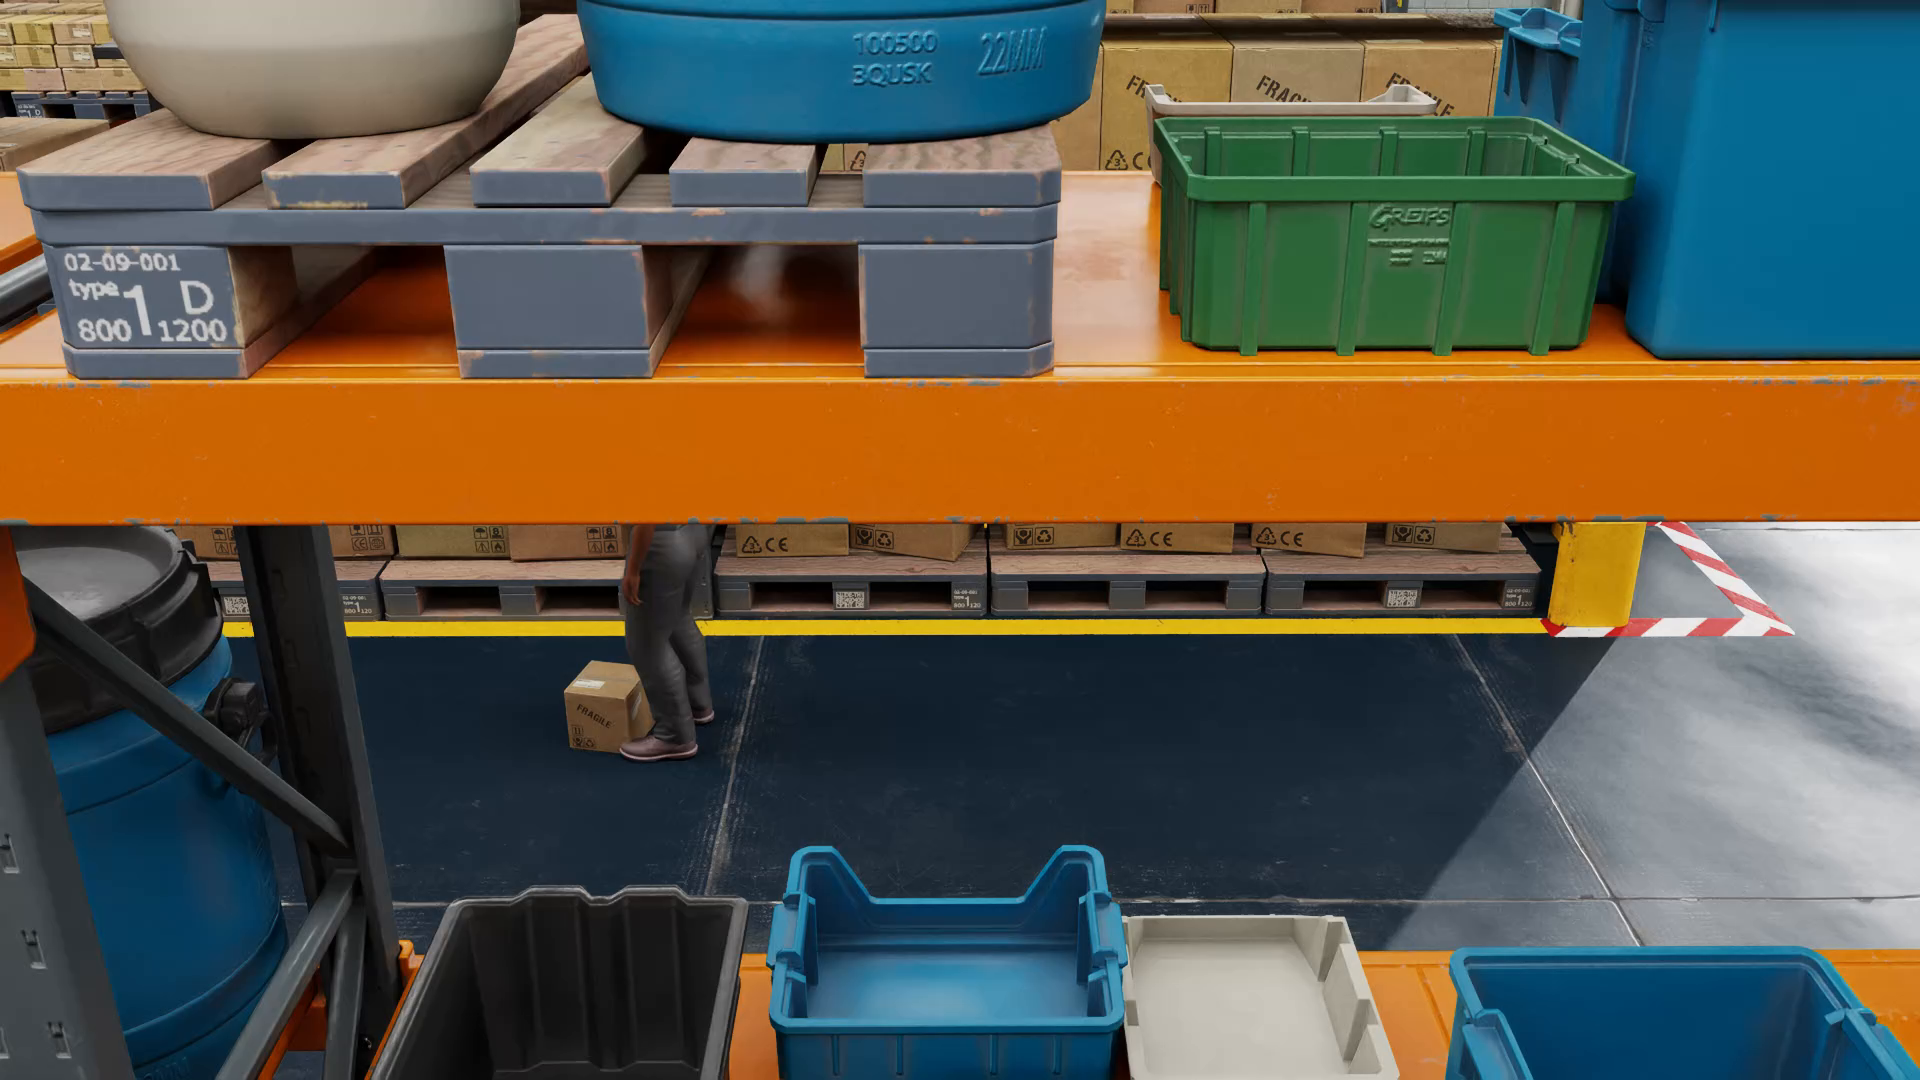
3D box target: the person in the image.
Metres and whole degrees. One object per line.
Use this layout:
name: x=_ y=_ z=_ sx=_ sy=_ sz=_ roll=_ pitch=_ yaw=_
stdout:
person: x=-1.110 y=0.016 z=6.072 sx=0.346 sy=1.655 sz=0.532 roll=2 pitch=24 yaw=5
